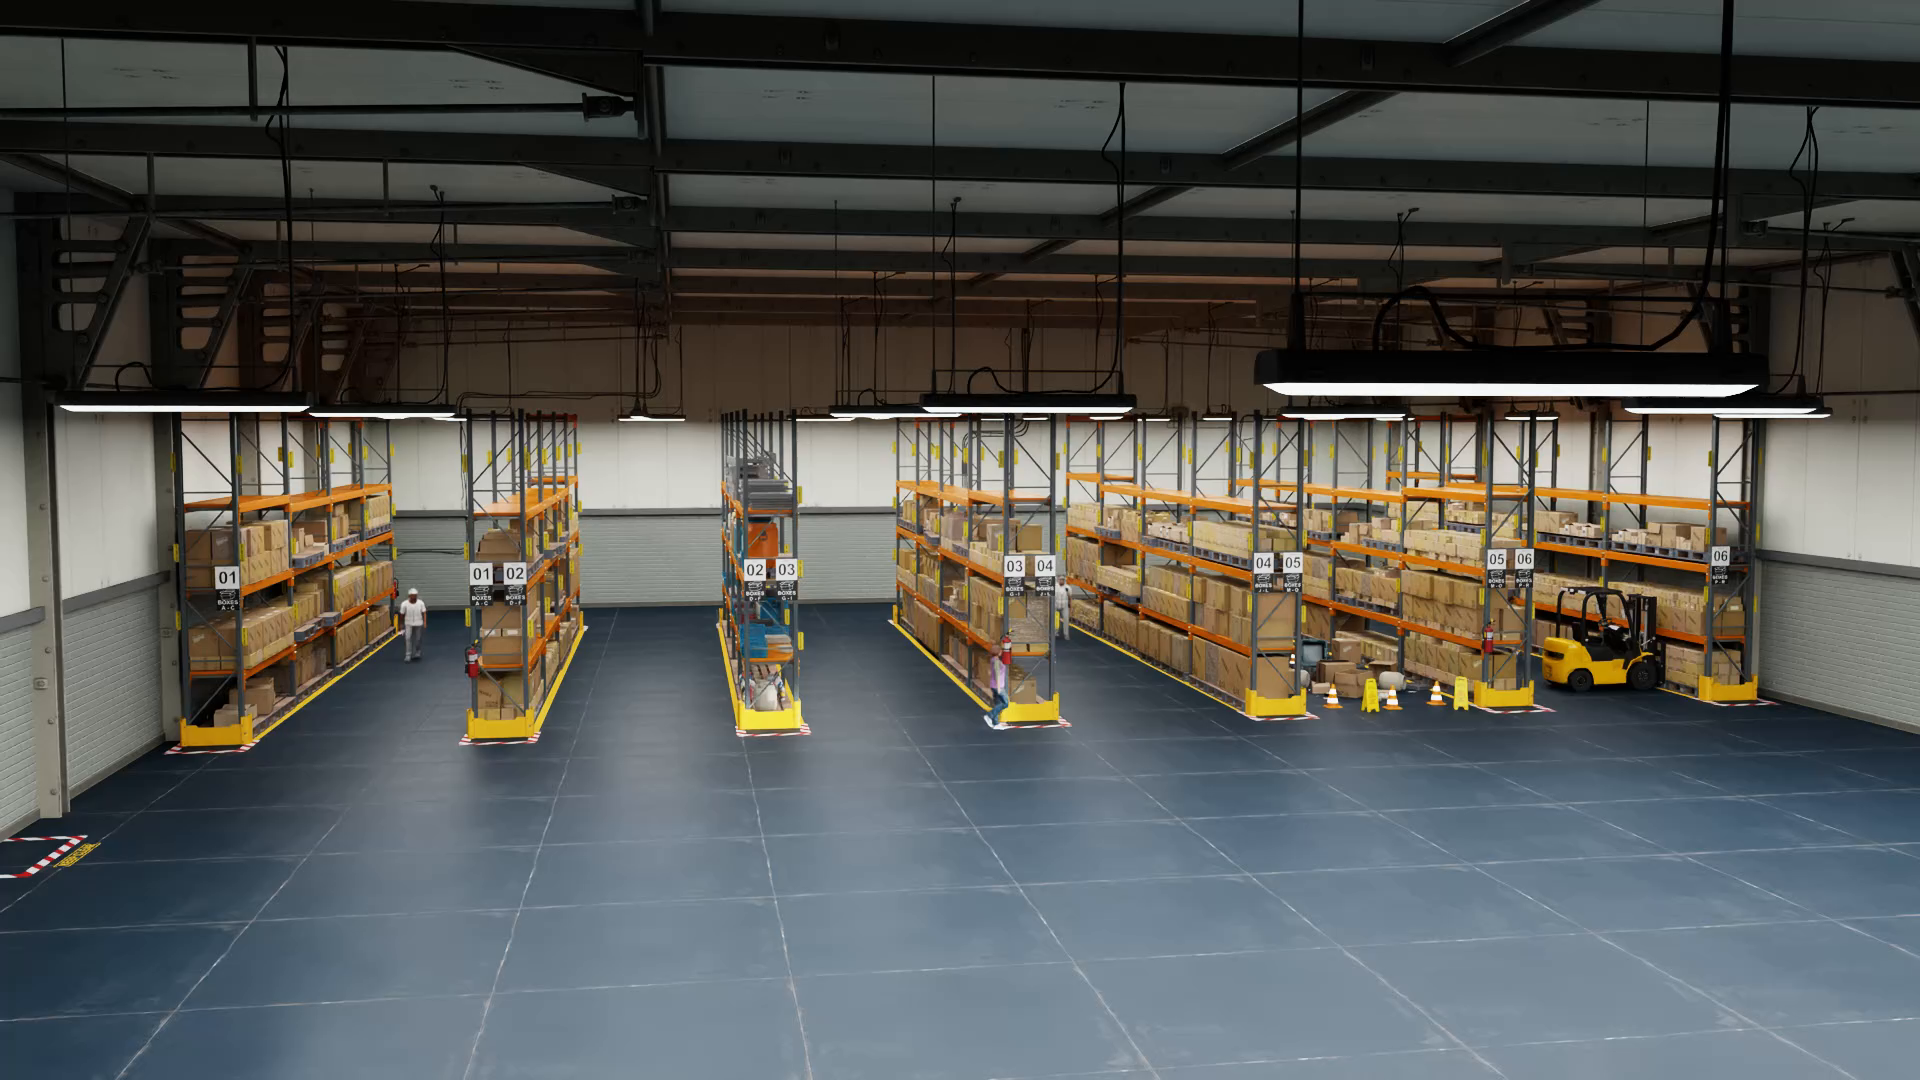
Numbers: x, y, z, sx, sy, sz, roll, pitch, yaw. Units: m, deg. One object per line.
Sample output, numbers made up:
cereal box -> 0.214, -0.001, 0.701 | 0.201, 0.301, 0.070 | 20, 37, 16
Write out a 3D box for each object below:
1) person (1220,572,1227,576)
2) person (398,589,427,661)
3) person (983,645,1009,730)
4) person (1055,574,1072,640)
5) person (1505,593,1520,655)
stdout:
person -> 8.149, 1.343, 50.559 | 0.965, 1.686, 0.530 | -1, 4, -13
person -> -13.262, 2.031, 40.260 | 0.667, 1.695, 1.067 | -1, 4, -18
person -> 0.662, 2.755, 30.992 | 0.431, 1.581, 0.428 | -1, 4, -14
person -> 2.705, 1.757, 44.227 | 0.601, 1.703, 1.077 | 0, 4, -6
person -> 13.383, 2.115, 40.311 | 0.506, 1.610, 0.687 | -2, 4, -21
